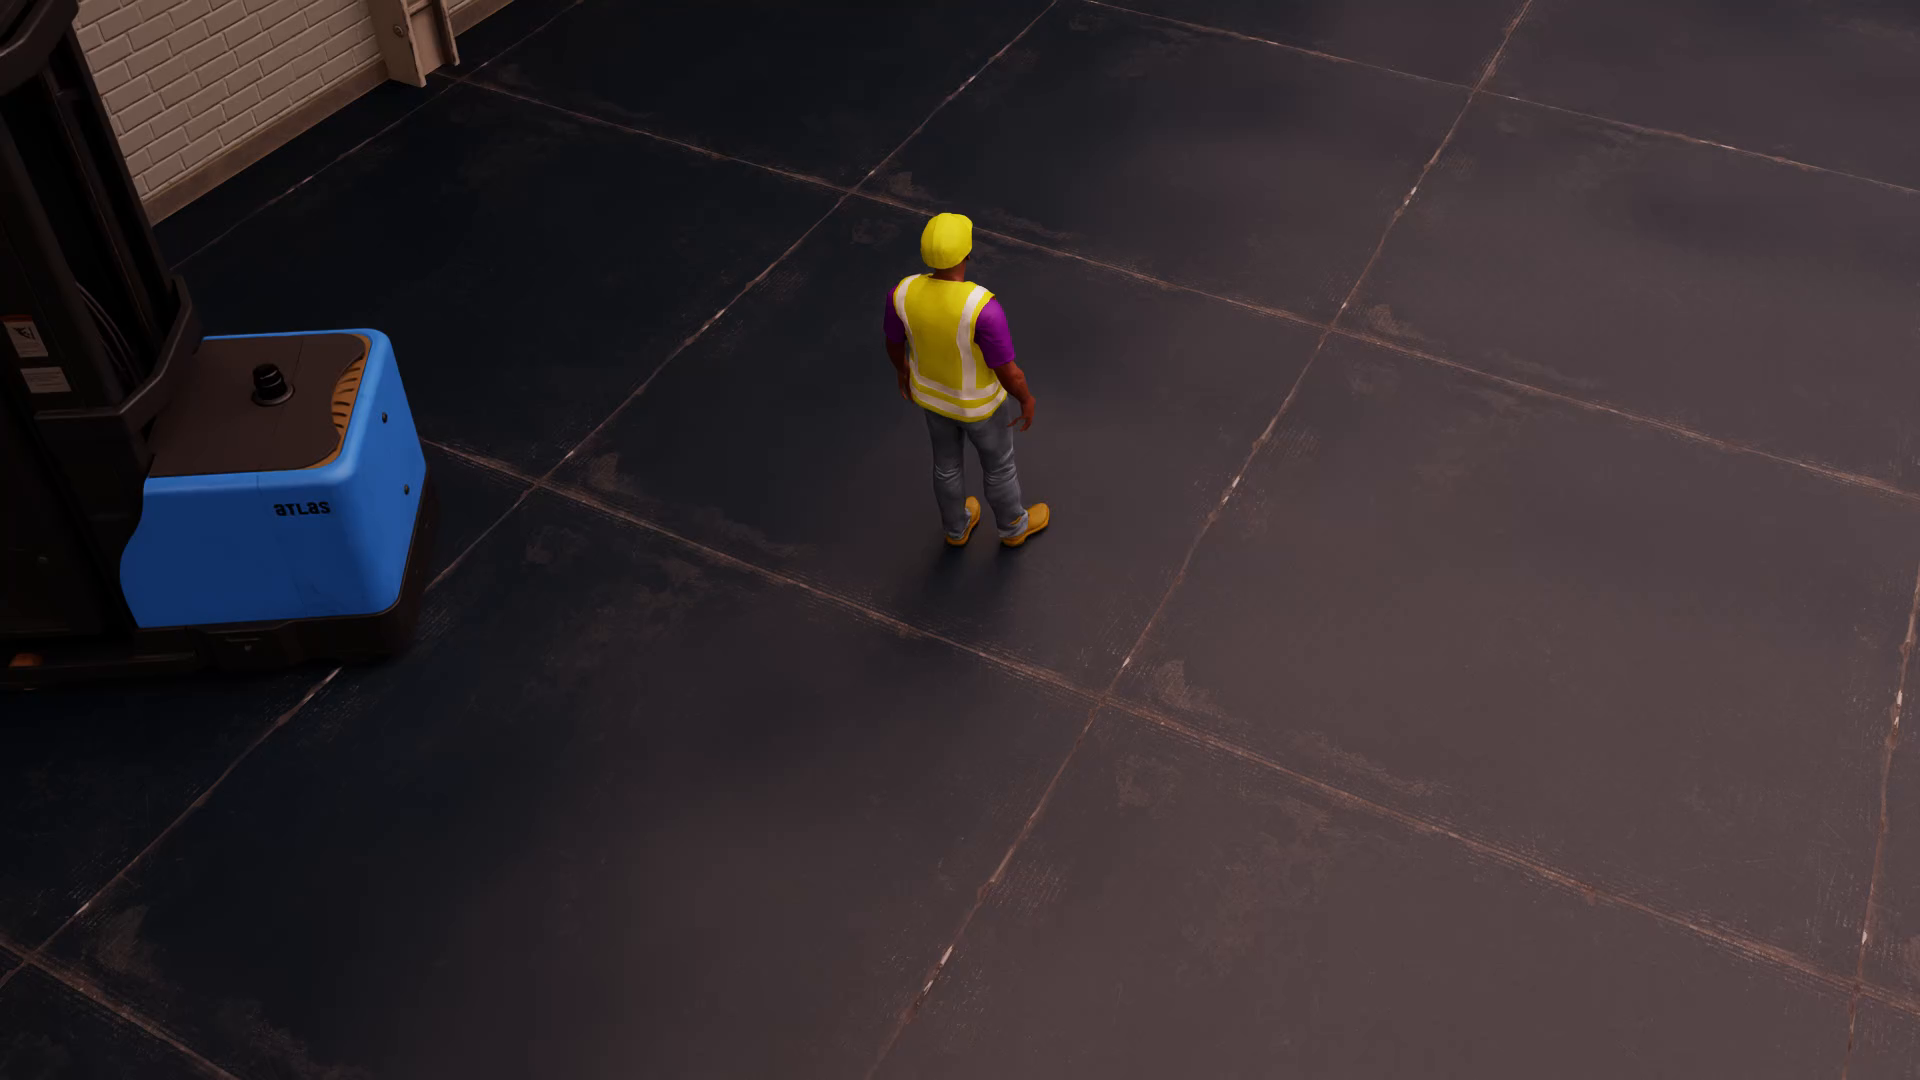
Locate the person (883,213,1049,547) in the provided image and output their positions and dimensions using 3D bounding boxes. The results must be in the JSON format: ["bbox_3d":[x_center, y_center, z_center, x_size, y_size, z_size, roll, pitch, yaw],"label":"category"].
[{"bbox_3d":[0.037,-0.688,7.223,0.666,1.765,0.577,20,47,20],"label":"person"}]

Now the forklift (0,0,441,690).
[{"bbox_3d":[-3.926,-0.794,6.497,3.031,2.935,1.130,-3,43,-4],"label":"forklift"}]
